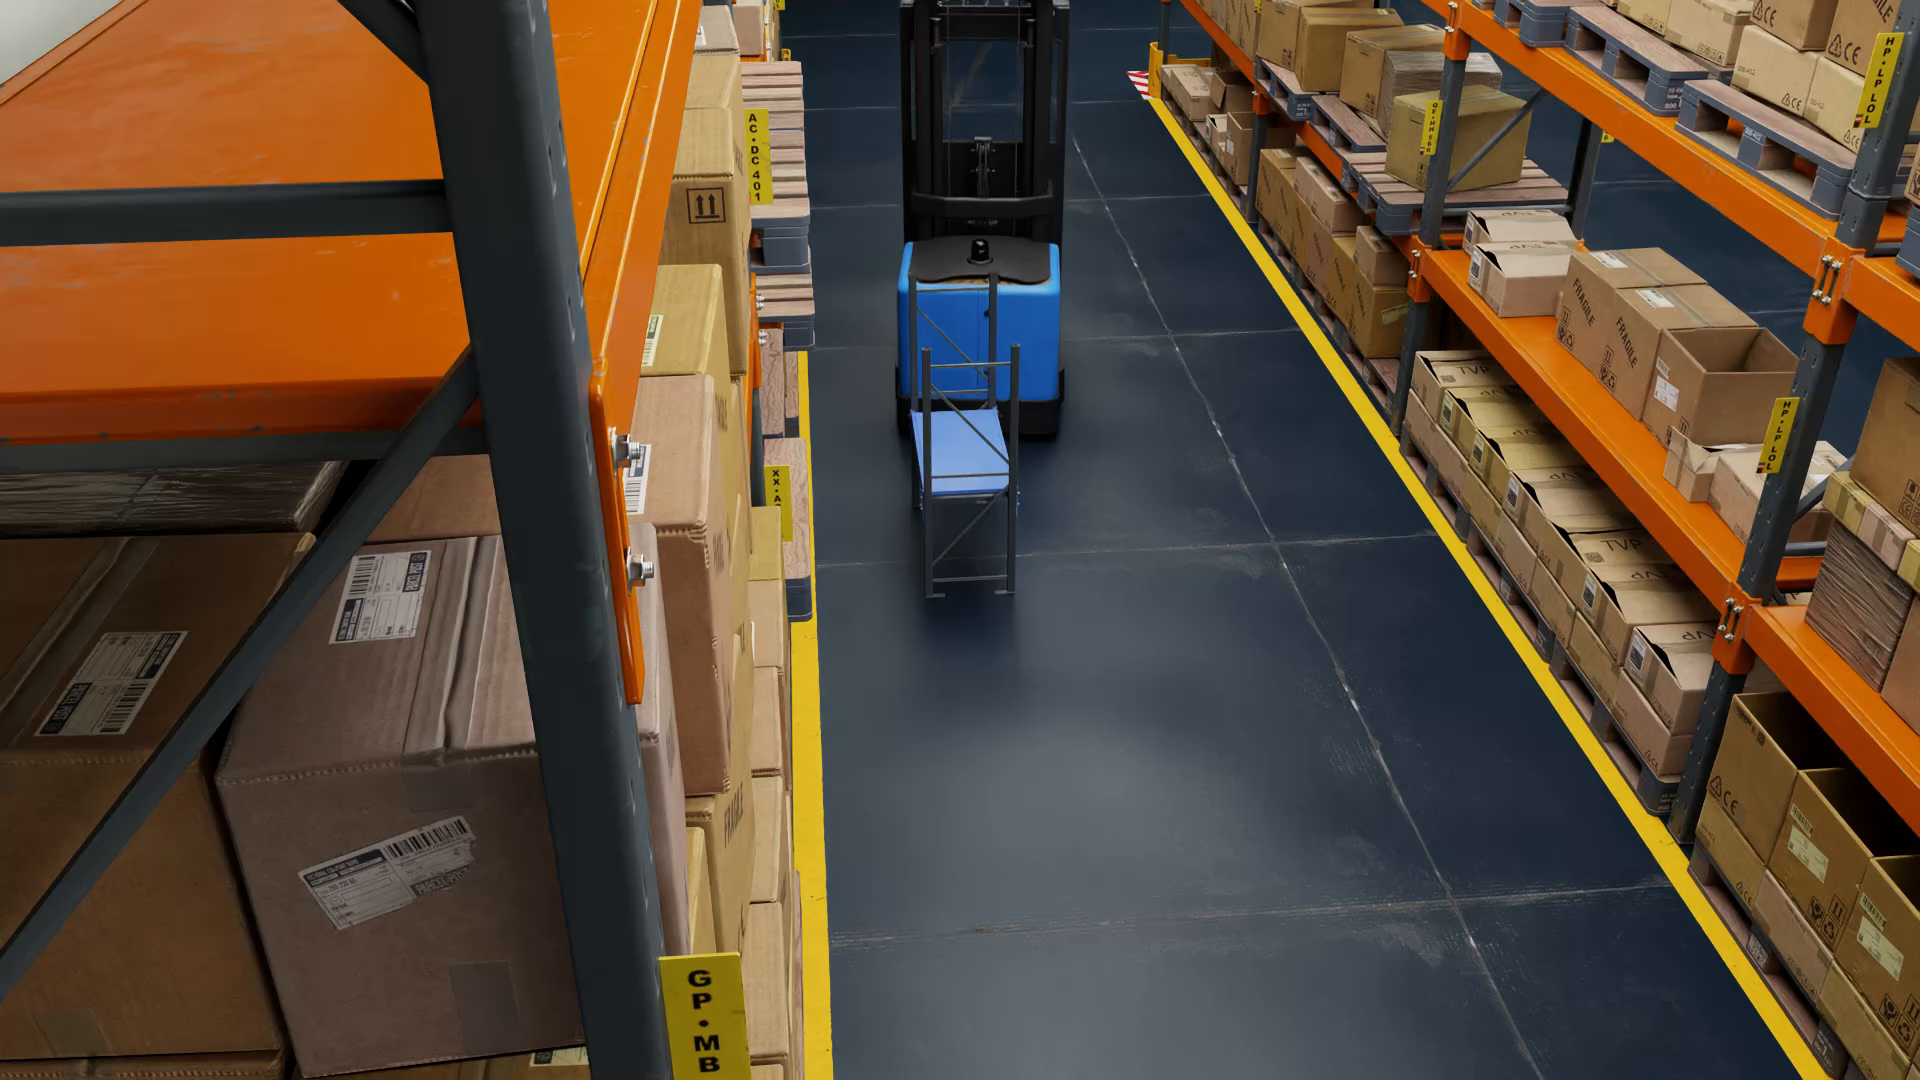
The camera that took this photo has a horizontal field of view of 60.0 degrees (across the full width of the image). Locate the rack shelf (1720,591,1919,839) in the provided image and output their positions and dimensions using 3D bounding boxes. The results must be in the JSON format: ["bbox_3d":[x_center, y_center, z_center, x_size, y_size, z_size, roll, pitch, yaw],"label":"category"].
[{"bbox_3d":[3.900,1.359,5.252,1.077,0.370,4.000,-3,31,-5],"label":"rack shelf"}]

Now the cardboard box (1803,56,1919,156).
[{"bbox_3d":[3.665,-1.690,6.466,0.500,0.250,0.500,0,31,1],"label":"cardboard box"}]

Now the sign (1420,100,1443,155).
[{"bbox_3d":[2.800,-2.446,9.868,0.100,0.325,0.005,-3,31,-5],"label":"sign"}]

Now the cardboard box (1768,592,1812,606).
[{"bbox_3d":[3.881,0.309,8.032,0.500,0.311,0.500,-3,31,-5],"label":"cardboard box"}]

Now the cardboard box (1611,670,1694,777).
[{"bbox_3d":[3.385,0.831,7.705,0.500,0.250,0.500,-3,31,-5],"label":"cardboard box"}]

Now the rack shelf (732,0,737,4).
[{"bbox_3d":[-1.406,-2.848,6.834,1.077,0.370,4.000,-3,31,-5],"label":"rack shelf"}]

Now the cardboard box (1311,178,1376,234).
[{"bbox_3d":[2.909,-2.468,12.234,0.500,0.250,0.500,-3,31,-6],"label":"cardboard box"}]

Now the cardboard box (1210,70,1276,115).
[{"bbox_3d":[2.785,-4.132,15.748,0.797,0.503,0.637,-3,31,-5],"label":"cardboard box"}]

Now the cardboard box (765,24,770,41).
[{"bbox_3d":[-1.534,-3.309,11.227,0.500,0.250,0.500,-3,31,-6],"label":"cardboard box"}]

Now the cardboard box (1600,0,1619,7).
[{"bbox_3d":[3.504,-2.921,8.528,0.500,0.250,0.500,-2,31,-3],"label":"cardboard box"}]

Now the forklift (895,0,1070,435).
[{"bbox_3d":[0.167,-2.661,11.347,1.130,2.935,3.031,1,31,2],"label":"forklift"}]

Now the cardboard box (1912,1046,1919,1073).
[{"bbox_3d":[3.587,1.724,5.478,0.500,0.500,0.500,-3,31,-5],"label":"cardboard box"}]

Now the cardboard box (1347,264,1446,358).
[{"bbox_3d":[3.018,-1.595,11.505,0.500,0.500,0.500,-2,31,-3],"label":"cardboard box"}]

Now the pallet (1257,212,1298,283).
[{"bbox_3d":[3.079,-2.445,13.638,1.003,0.211,1.213,-3,31,-5],"label":"pallet"}]

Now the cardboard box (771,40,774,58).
[{"bbox_3d":[-1.576,-3.255,11.868,0.500,0.500,0.500,-3,31,-4],"label":"cardboard box"}]

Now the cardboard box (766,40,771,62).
[{"bbox_3d":[-1.480,-3.049,10.791,0.500,0.250,0.500,-3,31,-4],"label":"cardboard box"}]

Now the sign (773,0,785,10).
[{"bbox_3d":[-1.427,-4.311,12.990,0.100,0.325,0.005,-3,31,-5],"label":"sign"}]

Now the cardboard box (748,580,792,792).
[{"bbox_3d":[-0.815,0.483,5.412,0.500,0.500,0.500,-3,31,-5],"label":"cardboard box"}]

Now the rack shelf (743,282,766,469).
[{"bbox_3d":[-1.032,0.310,4.082,1.077,0.370,4.000,-3,31,-5],"label":"rack shelf"}]

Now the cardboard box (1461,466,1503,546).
[{"bbox_3d":[3.198,-0.210,9.449,0.500,0.250,0.500,-4,31,-6],"label":"cardboard box"}]

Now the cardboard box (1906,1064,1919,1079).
[{"bbox_3d":[3.590,2.046,5.671,0.500,0.250,0.500,-3,31,-5],"label":"cardboard box"}]

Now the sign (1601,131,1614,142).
[{"bbox_3d":[3.891,-2.539,9.946,0.100,0.325,0.005,-3,31,-5],"label":"sign"}]

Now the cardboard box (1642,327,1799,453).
[{"bbox_3d":[3.608,-0.676,7.859,0.500,0.500,0.500,-1,31,-1],"label":"cardboard box"}]

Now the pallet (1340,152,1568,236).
[{"bbox_3d":[3.206,-2.274,10.819,1.213,0.211,1.003,-3,31,-5],"label":"pallet"}]

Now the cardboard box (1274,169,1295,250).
[{"bbox_3d":[2.829,-2.641,13.255,0.500,0.500,0.500,-2,31,-4],"label":"cardboard box"}]

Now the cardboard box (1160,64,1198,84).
[{"bbox_3d":[2.288,-4.833,17.267,0.380,0.149,0.250,-3,31,-5],"label":"cardboard box"}]

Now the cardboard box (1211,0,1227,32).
[{"bbox_3d":[2.563,-4.867,14.875,0.500,0.500,0.500,-2,31,-3],"label":"cardboard box"}]

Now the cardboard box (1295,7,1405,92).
[{"bbox_3d":[2.914,-3.678,12.476,0.700,0.500,0.500,2,31,3],"label":"cardboard box"}]

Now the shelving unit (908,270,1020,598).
[{"bbox_3d":[0.008,-0.600,9.292,0.538,1.500,1.048,-3,31,-5],"label":"shelving unit"}]

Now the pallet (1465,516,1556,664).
[{"bbox_3d":[3.488,0.227,9.164,1.003,0.211,1.213,-3,31,-5],"label":"pallet"}]

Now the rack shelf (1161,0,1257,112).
[{"bbox_3d":[2.778,-4.768,15.509,1.077,0.370,4.000,-3,31,-5],"label":"rack shelf"}]

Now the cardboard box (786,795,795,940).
[{"bbox_3d":[-0.772,1.062,5.174,0.500,0.250,0.500,-3,31,-5],"label":"cardboard box"}]

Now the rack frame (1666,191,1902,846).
[{"bbox_3d":[3.713,0.029,6.777,1.000,3.000,0.127,-3,31,-5],"label":"rack frame"}]

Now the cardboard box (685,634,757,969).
[{"bbox_3d":[-0.642,0.512,2.925,0.500,0.500,0.500,-1,31,-1],"label":"cardboard box"}]

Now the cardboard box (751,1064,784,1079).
[{"bbox_3d":[-0.627,1.533,3.654,0.500,0.500,0.500,-3,31,-4],"label":"cardboard box"}]

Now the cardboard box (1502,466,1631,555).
[{"bbox_3d":[3.247,-0.182,8.854,0.500,0.311,0.500,-3,31,-5],"label":"cardboard box"}]

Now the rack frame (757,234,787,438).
[{"bbox_3d":[-1.593,-1.774,9.795,1.000,3.000,0.127,-3,31,-5],"label":"rack frame"}]

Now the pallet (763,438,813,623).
[{"bbox_3d":[-1.146,-0.047,7.090,1.003,0.211,1.213,-3,31,-5],"label":"pallet"}]

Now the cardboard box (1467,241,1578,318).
[{"bbox_3d":[3.230,-1.509,9.439,0.500,0.311,0.500,-3,31,-5],"label":"cardboard box"}]

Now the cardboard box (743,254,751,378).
[{"bbox_3d":[-0.925,-0.824,5.162,0.500,0.500,0.500,-2,31,-3],"label":"cardboard box"}]

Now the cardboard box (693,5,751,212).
[{"bbox_3d":[-0.902,-1.258,4.913,0.500,0.500,0.500,-5,31,-9],"label":"cardboard box"}]

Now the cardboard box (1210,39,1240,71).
[{"bbox_3d":[2.888,-4.948,17.117,0.500,0.500,0.500,-3,31,-5],"label":"cardboard box"}]

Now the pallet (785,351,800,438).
[{"bbox_3d":[-1.591,-0.983,11.190,1.003,0.211,1.213,-3,31,-5],"label":"pallet"}]

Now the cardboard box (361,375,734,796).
[{"bbox_3d":[-0.636,0.075,2.682,0.500,0.500,0.500,-3,31,-5],"label":"cardboard box"}]

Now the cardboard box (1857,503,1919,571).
[{"bbox_3d":[3.569,-0.018,6.125,0.380,0.149,0.250,-2,31,-4],"label":"cardboard box"}]

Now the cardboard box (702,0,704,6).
[{"bbox_3d":[-1.306,-2.156,7.002,0.500,0.500,0.500,-4,31,-6],"label":"cardboard box"}]

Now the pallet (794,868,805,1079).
[{"bbox_3d":[-1.121,1.806,6.520,1.003,0.211,1.213,-3,31,-5],"label":"pallet"}]

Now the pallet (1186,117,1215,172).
[{"bbox_3d":[2.785,-3.833,15.962,1.003,0.211,1.213,-3,31,-5],"label":"pallet"}]
